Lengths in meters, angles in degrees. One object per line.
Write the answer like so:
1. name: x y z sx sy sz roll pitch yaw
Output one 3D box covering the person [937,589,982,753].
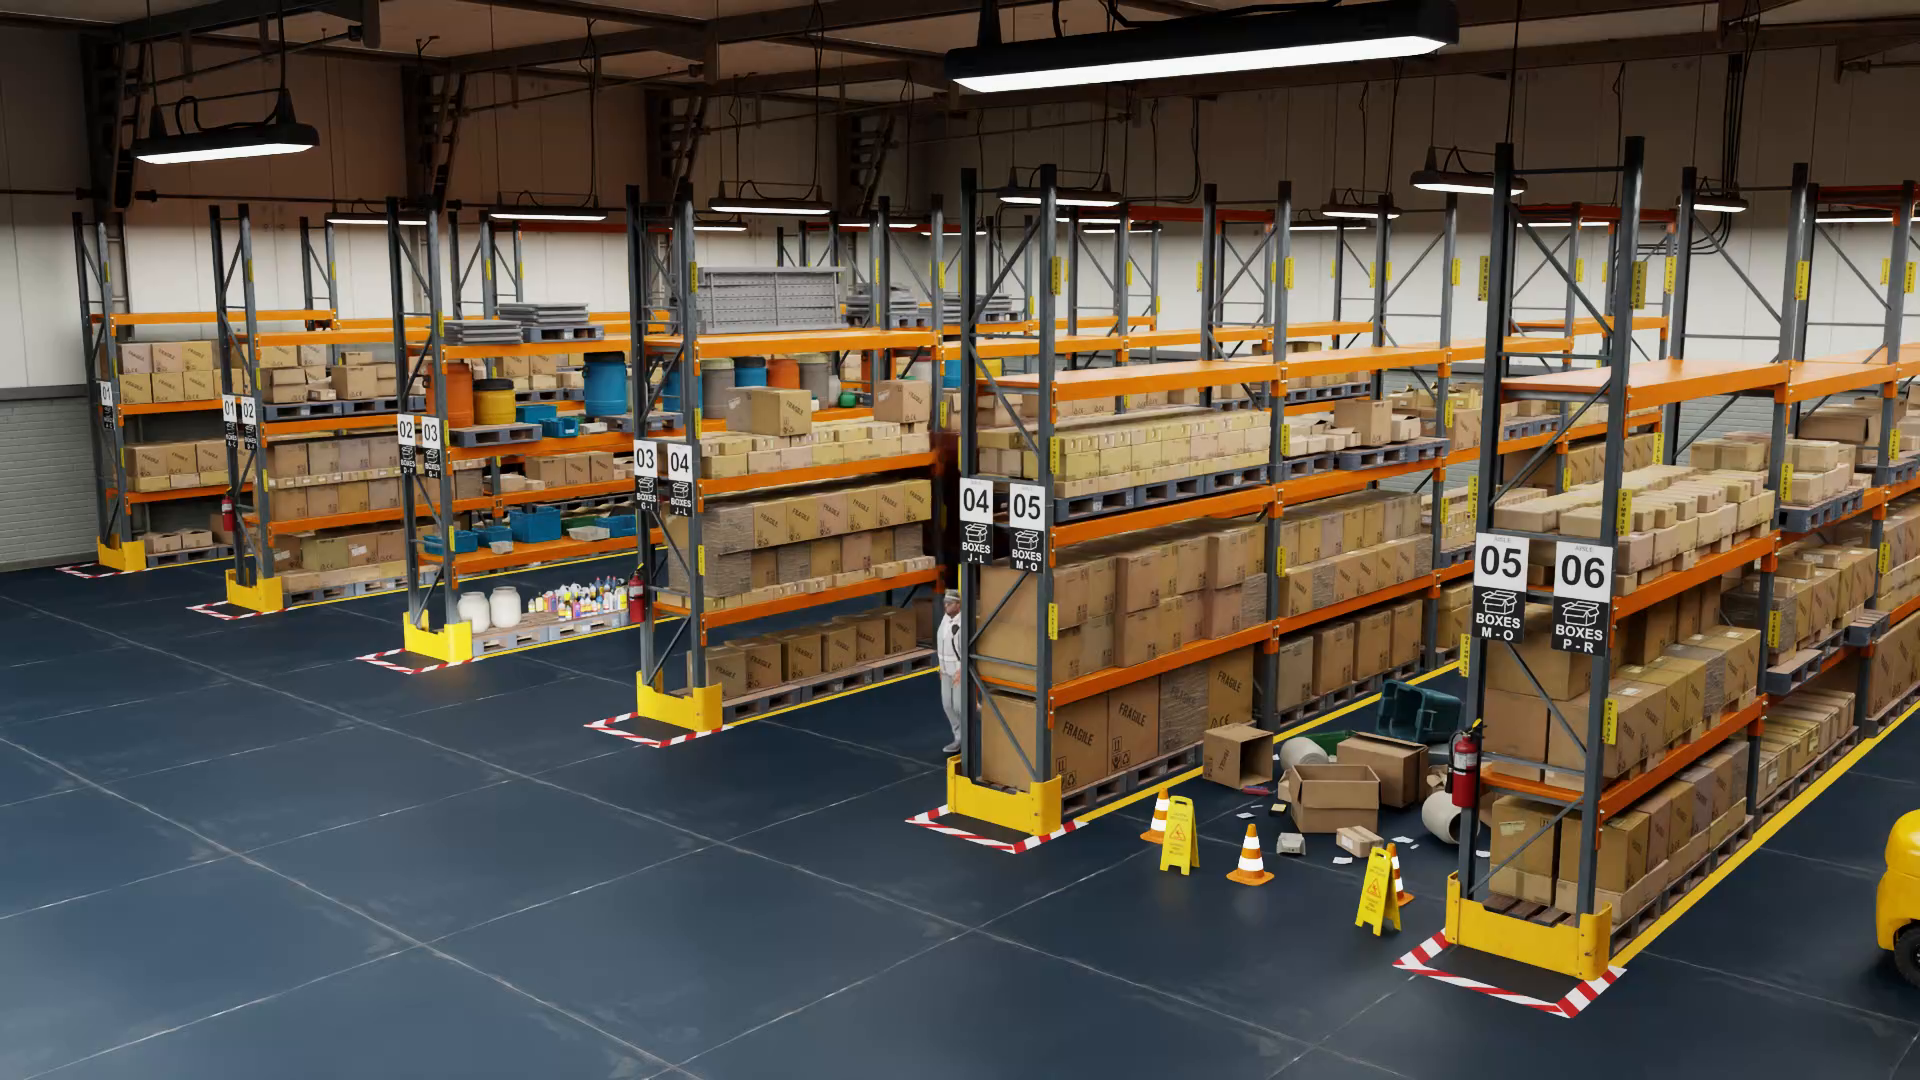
1. person: 0.063 1.363 17.672 0.648 1.761 0.598 -8 12 -38
